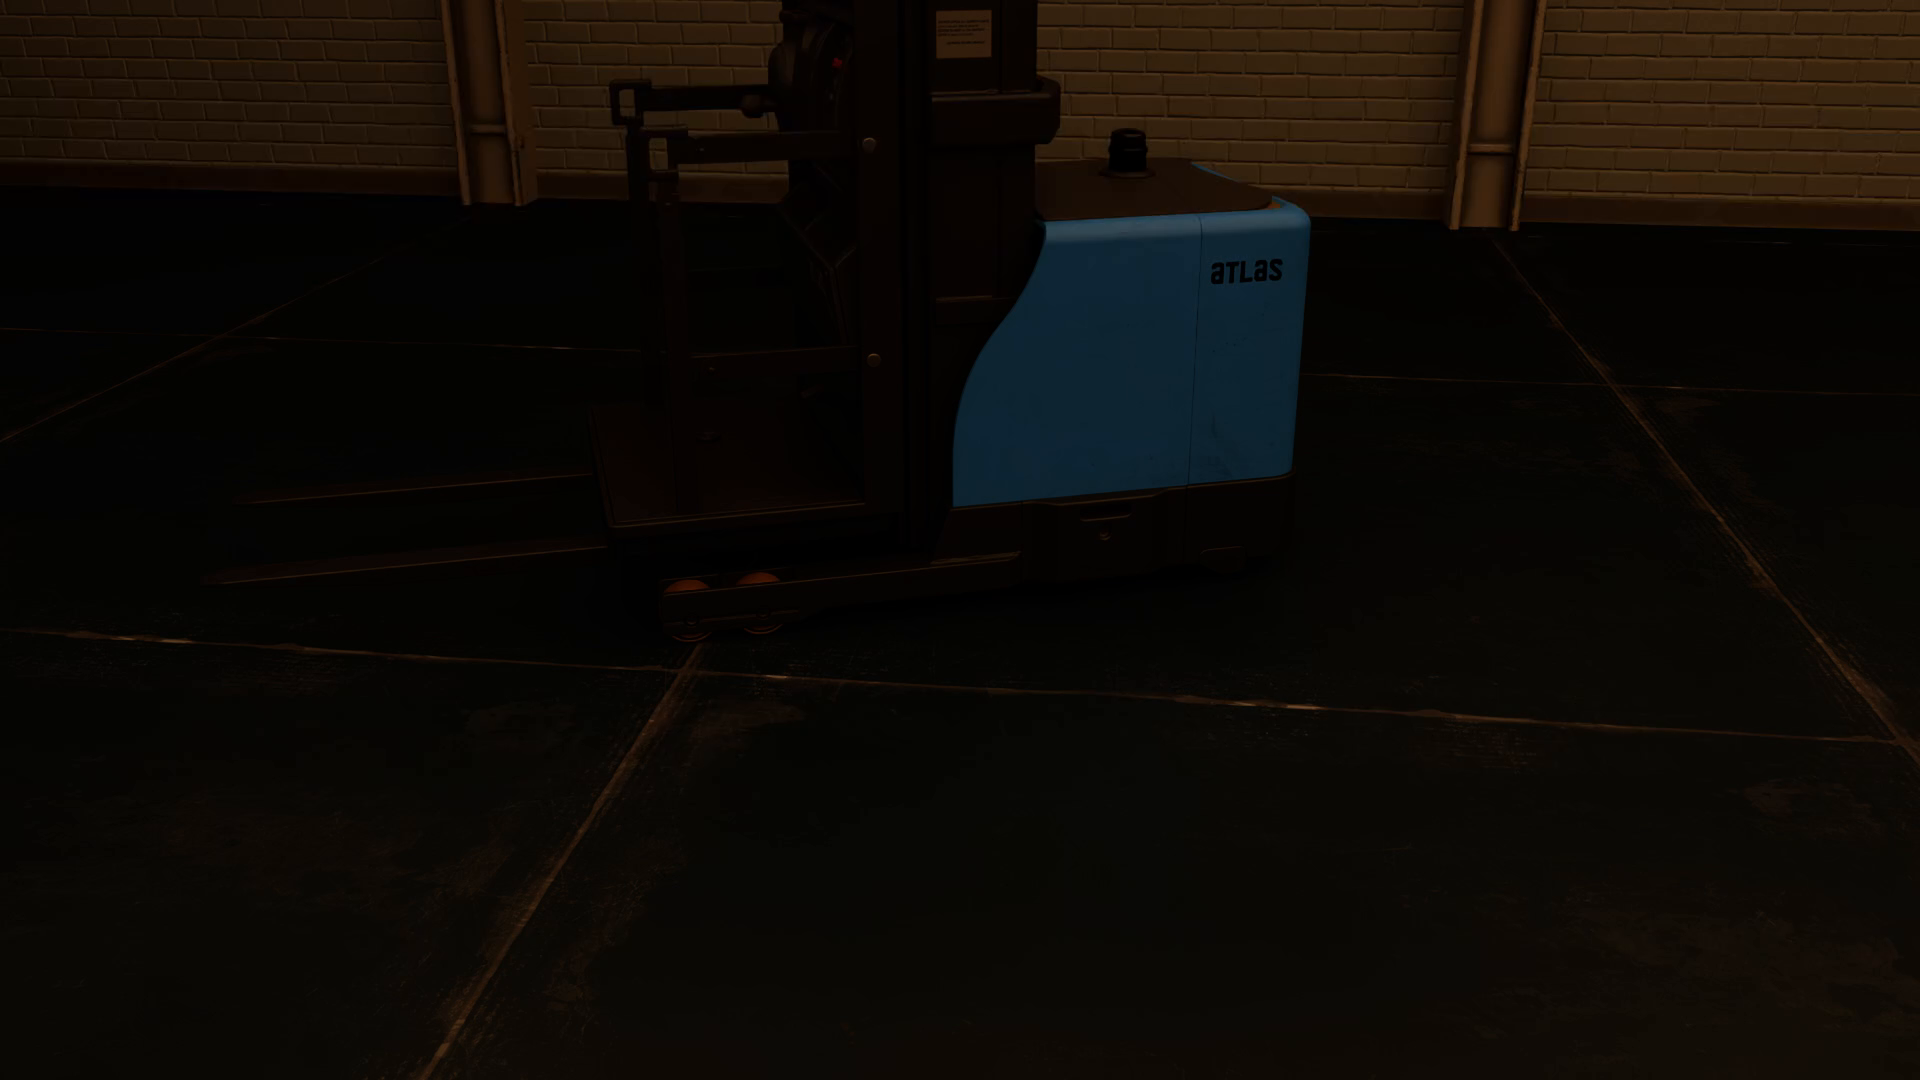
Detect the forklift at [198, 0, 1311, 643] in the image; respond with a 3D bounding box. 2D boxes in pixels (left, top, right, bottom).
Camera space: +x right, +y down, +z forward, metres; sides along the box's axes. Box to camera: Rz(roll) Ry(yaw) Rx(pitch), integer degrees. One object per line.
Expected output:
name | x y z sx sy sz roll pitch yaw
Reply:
forklift | -0.588 -1.301 4.485 3.031 2.935 1.130 -6 23 -14
